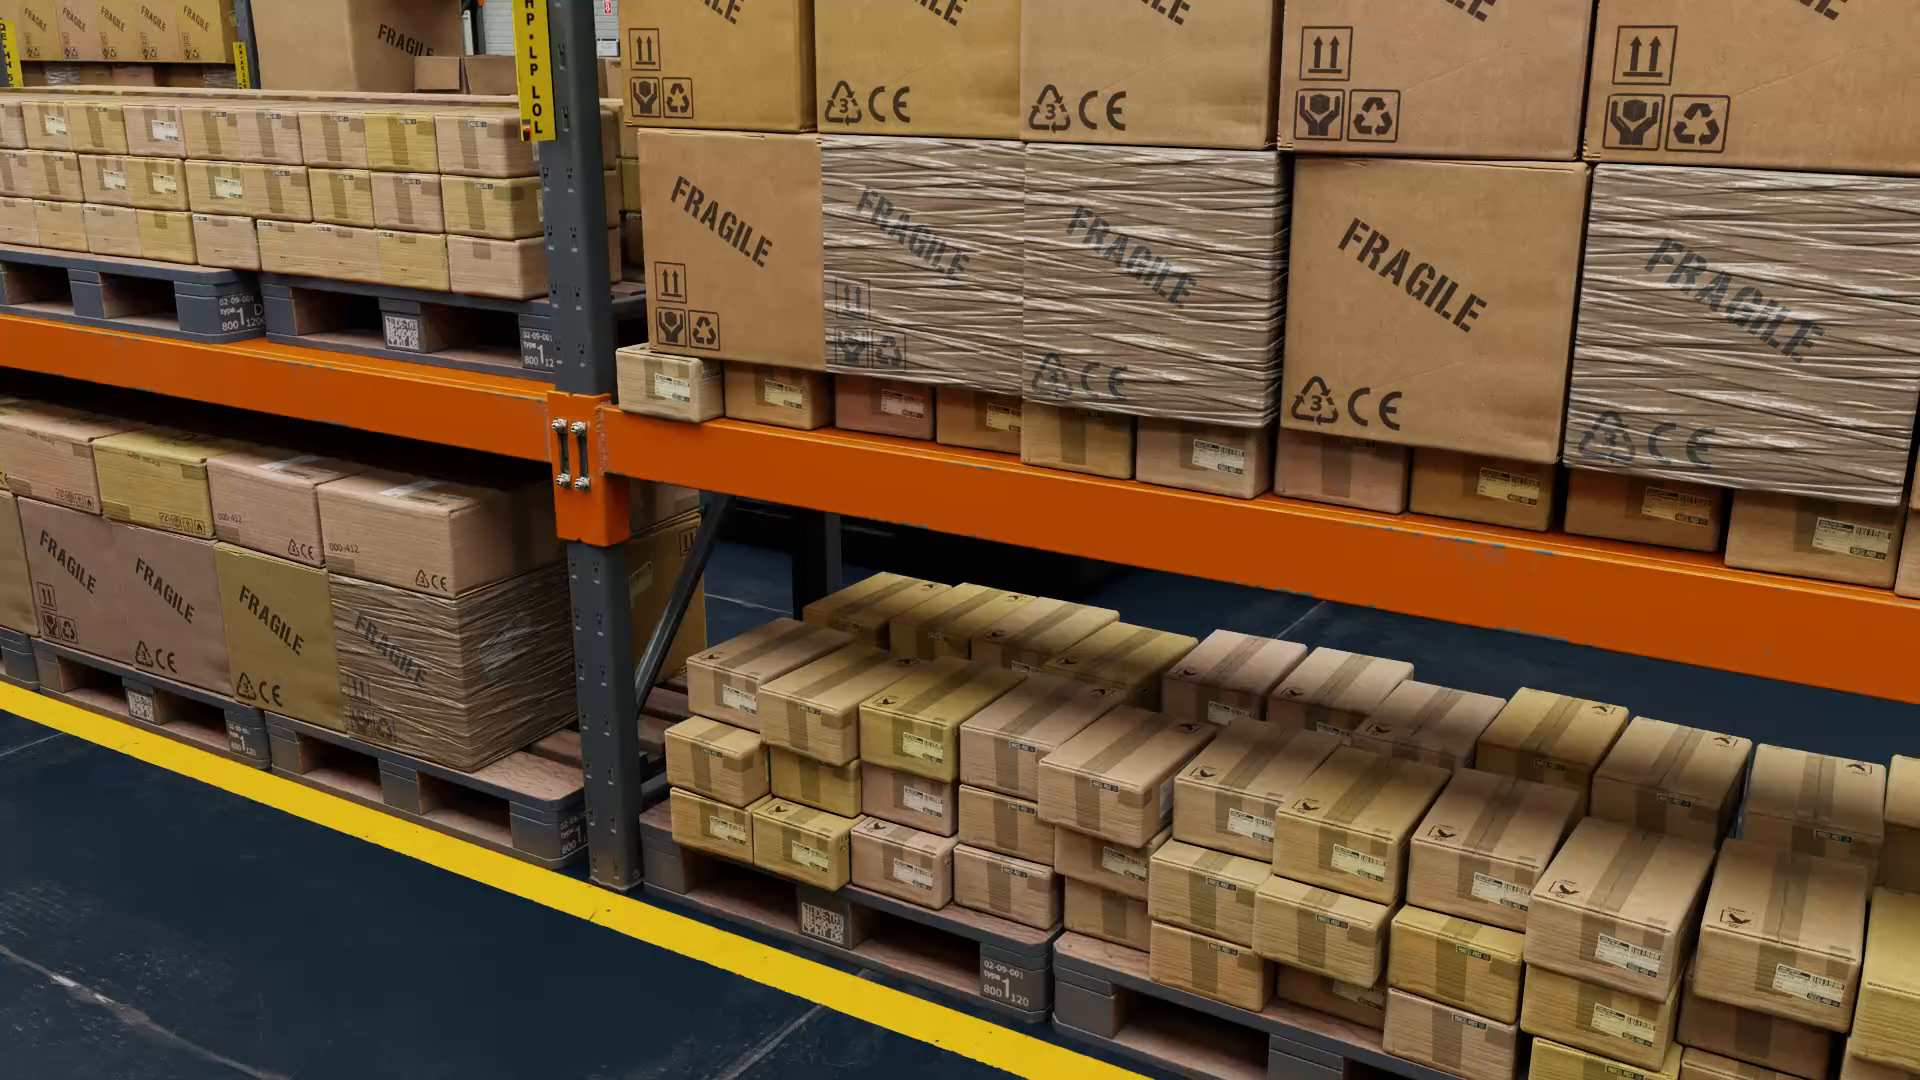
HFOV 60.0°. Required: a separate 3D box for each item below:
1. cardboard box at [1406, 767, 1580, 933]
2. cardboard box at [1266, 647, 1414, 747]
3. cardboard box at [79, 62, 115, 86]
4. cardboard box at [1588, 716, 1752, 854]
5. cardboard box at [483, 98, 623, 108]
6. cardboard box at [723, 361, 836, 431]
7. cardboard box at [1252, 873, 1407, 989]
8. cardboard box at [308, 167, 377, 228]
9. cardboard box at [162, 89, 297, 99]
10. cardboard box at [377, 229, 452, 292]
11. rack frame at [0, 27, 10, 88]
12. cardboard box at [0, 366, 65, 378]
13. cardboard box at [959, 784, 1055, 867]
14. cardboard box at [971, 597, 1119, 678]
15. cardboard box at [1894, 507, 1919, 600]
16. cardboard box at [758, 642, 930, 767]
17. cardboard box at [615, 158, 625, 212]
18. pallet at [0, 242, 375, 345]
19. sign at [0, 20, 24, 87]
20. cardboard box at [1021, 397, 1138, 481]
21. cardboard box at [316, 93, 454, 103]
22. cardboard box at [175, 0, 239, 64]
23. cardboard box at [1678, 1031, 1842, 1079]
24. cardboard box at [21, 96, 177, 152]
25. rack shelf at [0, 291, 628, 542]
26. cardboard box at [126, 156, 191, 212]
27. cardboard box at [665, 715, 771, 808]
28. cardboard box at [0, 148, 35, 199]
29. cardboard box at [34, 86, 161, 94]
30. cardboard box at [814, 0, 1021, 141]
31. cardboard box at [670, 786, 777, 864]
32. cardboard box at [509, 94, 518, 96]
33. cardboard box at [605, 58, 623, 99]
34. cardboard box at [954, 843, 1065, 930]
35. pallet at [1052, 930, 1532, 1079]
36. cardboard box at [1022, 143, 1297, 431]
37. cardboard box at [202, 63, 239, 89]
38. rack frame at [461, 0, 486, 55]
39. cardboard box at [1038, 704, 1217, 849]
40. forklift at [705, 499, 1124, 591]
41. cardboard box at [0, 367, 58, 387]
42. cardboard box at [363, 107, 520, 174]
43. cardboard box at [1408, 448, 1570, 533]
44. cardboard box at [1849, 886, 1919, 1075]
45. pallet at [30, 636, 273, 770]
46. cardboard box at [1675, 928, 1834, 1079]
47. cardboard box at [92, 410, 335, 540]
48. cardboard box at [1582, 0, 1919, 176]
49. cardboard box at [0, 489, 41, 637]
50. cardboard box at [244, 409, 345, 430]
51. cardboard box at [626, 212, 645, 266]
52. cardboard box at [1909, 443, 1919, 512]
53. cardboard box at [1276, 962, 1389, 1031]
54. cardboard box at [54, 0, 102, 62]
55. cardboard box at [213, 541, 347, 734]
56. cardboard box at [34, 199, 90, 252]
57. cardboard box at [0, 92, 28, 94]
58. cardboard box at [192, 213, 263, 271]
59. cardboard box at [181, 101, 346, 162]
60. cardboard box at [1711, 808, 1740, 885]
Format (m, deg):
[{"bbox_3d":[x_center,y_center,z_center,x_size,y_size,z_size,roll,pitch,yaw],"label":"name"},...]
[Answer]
[{"bbox_3d":[1.077,0.617,3.349,0.250,0.149,0.380,9,19,28],"label":"cardboard box"},{"bbox_3d":[0.925,0.406,4.042,0.250,0.149,0.380,9,19,28],"label":"cardboard box"},{"bbox_3d":[-6.442,-3.568,13.283,0.500,0.500,0.875,10,20,30],"label":"cardboard box"},{"bbox_3d":[1.544,0.537,3.612,0.250,0.149,0.380,11,20,32],"label":"cardboard box"},{"bbox_3d":[-1.217,-1.262,5.061,0.250,0.149,0.380,10,20,31],"label":"cardboard box"},{"bbox_3d":[-0.335,-0.377,3.894,0.250,0.149,0.380,11,20,32],"label":"cardboard box"},{"bbox_3d":[0.795,0.745,3.440,0.250,0.149,0.380,10,20,31],"label":"cardboard box"},{"bbox_3d":[-1.542,-0.955,4.563,0.250,0.149,0.380,11,20,32],"label":"cardboard box"},{"bbox_3d":[-2.548,-1.499,5.840,0.250,0.149,0.380,10,20,30],"label":"cardboard box"},{"bbox_3d":[-1.328,-0.774,4.477,0.250,0.149,0.380,10,20,30],"label":"cardboard box"},{"bbox_3d":[-4.073,-1.251,6.338,0.127,3.000,1.000,10,20,30],"label":"rack frame"},{"bbox_3d":[-3.353,-0.575,6.402,0.500,0.250,0.500,10,19,29],"label":"cardboard box"},{"bbox_3d":[0.195,0.599,3.919,0.250,0.149,0.380,9,19,27],"label":"cardboard box"},{"bbox_3d":[0.229,0.291,4.421,0.250,0.149,0.380,10,20,30],"label":"cardboard box"},{"bbox_3d":[1.675,-0.008,2.678,0.250,0.149,0.380,11,20,32],"label":"cardboard box"},{"bbox_3d":[-0.276,0.397,4.074,0.250,0.149,0.380,11,20,33],"label":"cardboard box"},{"bbox_3d":[-0.981,-1.078,4.967,0.250,0.149,0.380,10,19,29],"label":"cardboard box"},{"bbox_3d":[-2.365,-0.868,5.408,1.213,0.211,1.003,10,20,30],"label":"pallet"},{"bbox_3d":[-3.797,-1.903,6.628,0.005,0.325,0.100,10,20,30],"label":"sign"},{"bbox_3d":[0.329,-0.252,3.482,0.250,0.149,0.380,11,20,31],"label":"cardboard box"},{"bbox_3d":[-1.862,-1.378,5.443,0.250,0.149,0.380,11,20,32],"label":"cardboard box"},{"bbox_3d":[-5.327,-3.741,12.132,0.500,0.500,0.500,10,20,30],"label":"cardboard box"},{"bbox_3d":[1.517,0.991,3.140,0.250,0.149,0.380,10,20,31],"label":"cardboard box"},{"bbox_3d":[-2.660,-1.298,5.180,0.250,0.149,0.380,11,20,32],"label":"cardboard box"},{"bbox_3d":[-2.369,-0.602,5.441,4.000,0.370,1.077,10,20,30],"label":"rack shelf"},{"bbox_3d":[-2.232,-1.077,4.962,0.250,0.149,0.380,10,20,30],"label":"cardboard box"},{"bbox_3d":[-0.523,0.513,4.202,0.250,0.149,0.380,11,20,33],"label":"cardboard box"},{"bbox_3d":[-2.878,-1.194,5.347,0.250,0.149,0.380,10,20,30],"label":"cardboard box"},{"bbox_3d":[-3.203,-1.616,6.227,0.250,0.149,0.380,10,19,29],"label":"cardboard box"},{"bbox_3d":[0.042,-1.107,3.460,0.500,0.500,0.500,9,19,28],"label":"cardboard box"},{"bbox_3d":[-0.522,0.656,4.244,0.250,0.149,0.380,9,19,28],"label":"cardboard box"},{"bbox_3d":[-2.699,-2.905,11.319,0.500,0.250,0.500,9,19,29],"label":"cardboard box"},{"bbox_3d":[-1.872,-2.785,10.493,0.500,0.500,0.500,8,18,23],"label":"cardboard box"},{"bbox_3d":[0.186,0.748,3.942,0.250,0.149,0.380,10,19,29],"label":"cardboard box"},{"bbox_3d":[0.970,0.971,3.822,1.213,0.211,1.003,10,20,30],"label":"pallet"},{"bbox_3d":[0.461,-0.536,3.300,0.500,0.500,0.500,10,19,29],"label":"cardboard box"},{"bbox_3d":[-5.151,-3.346,12.552,0.500,0.500,0.875,10,20,30],"label":"cardboard box"},{"bbox_3d":[-5.616,-4.907,18.375,0.127,3.000,1.000,10,20,30],"label":"rack frame"},{"bbox_3d":[0.374,0.516,3.681,0.250,0.149,0.380,11,20,31],"label":"cardboard box"},{"bbox_3d":[-0.537,-1.498,7.271,3.031,2.935,1.130,10,20,30],"label":"forklift"},{"bbox_3d":[-3.612,-0.450,5.988,0.500,0.250,0.500,9,19,28],"label":"cardboard box"},{"bbox_3d":[-1.338,-1.061,4.399,0.250,0.149,0.380,9,19,28],"label":"cardboard box"},{"bbox_3d":[1.032,-0.147,3.137,0.250,0.149,0.380,11,20,31],"label":"cardboard box"},{"bbox_3d":[1.689,0.767,2.856,0.250,0.149,0.380,10,19,29],"label":"cardboard box"},{"bbox_3d":[-2.372,0.389,5.739,1.213,0.211,1.003,10,20,30],"label":"pallet"},{"bbox_3d":[1.526,0.832,3.151,0.250,0.149,0.380,10,19,29],"label":"cardboard box"},{"bbox_3d":[-2.320,-0.215,5.216,0.500,0.250,0.500,9,19,28],"label":"cardboard box"},{"bbox_3d":[1.344,-0.864,2.662,0.500,0.500,0.500,11,20,33],"label":"cardboard box"},{"bbox_3d":[-3.173,-0.009,5.829,0.500,0.500,0.500,10,20,31],"label":"cardboard box"},{"bbox_3d":[-2.043,-0.343,5.637,0.500,0.250,0.500,11,20,32],"label":"cardboard box"},{"bbox_3d":[-0.759,-0.897,4.882,0.250,0.149,0.380,9,19,27],"label":"cardboard box"},{"bbox_3d":[1.790,-0.308,2.551,0.500,0.500,0.500,10,19,29],"label":"cardboard box"},{"bbox_3d":[0.868,0.864,3.558,0.250,0.149,0.380,11,20,32],"label":"cardboard box"},{"bbox_3d":[-6.604,-3.970,12.886,0.500,0.500,0.500,10,20,30],"label":"cardboard box"},{"bbox_3d":[-1.864,0.225,5.059,0.500,0.500,0.500,10,19,29],"label":"cardboard box"},{"bbox_3d":[-2.666,-1.012,5.262,0.250,0.149,0.380,10,20,31],"label":"cardboard box"},{"bbox_3d":[-3.343,-1.419,5.578,0.250,0.149,0.380,10,20,30],"label":"cardboard box"},{"bbox_3d":[-1.993,-0.891,4.864,0.250,0.149,0.380,9,19,28],"label":"cardboard box"},{"bbox_3d":[-1.989,-1.179,4.788,0.250,0.149,0.380,9,19,28],"label":"cardboard box"},{"bbox_3d":[1.536,0.690,3.619,0.250,0.149,0.380,9,19,27],"label":"cardboard box"}]
